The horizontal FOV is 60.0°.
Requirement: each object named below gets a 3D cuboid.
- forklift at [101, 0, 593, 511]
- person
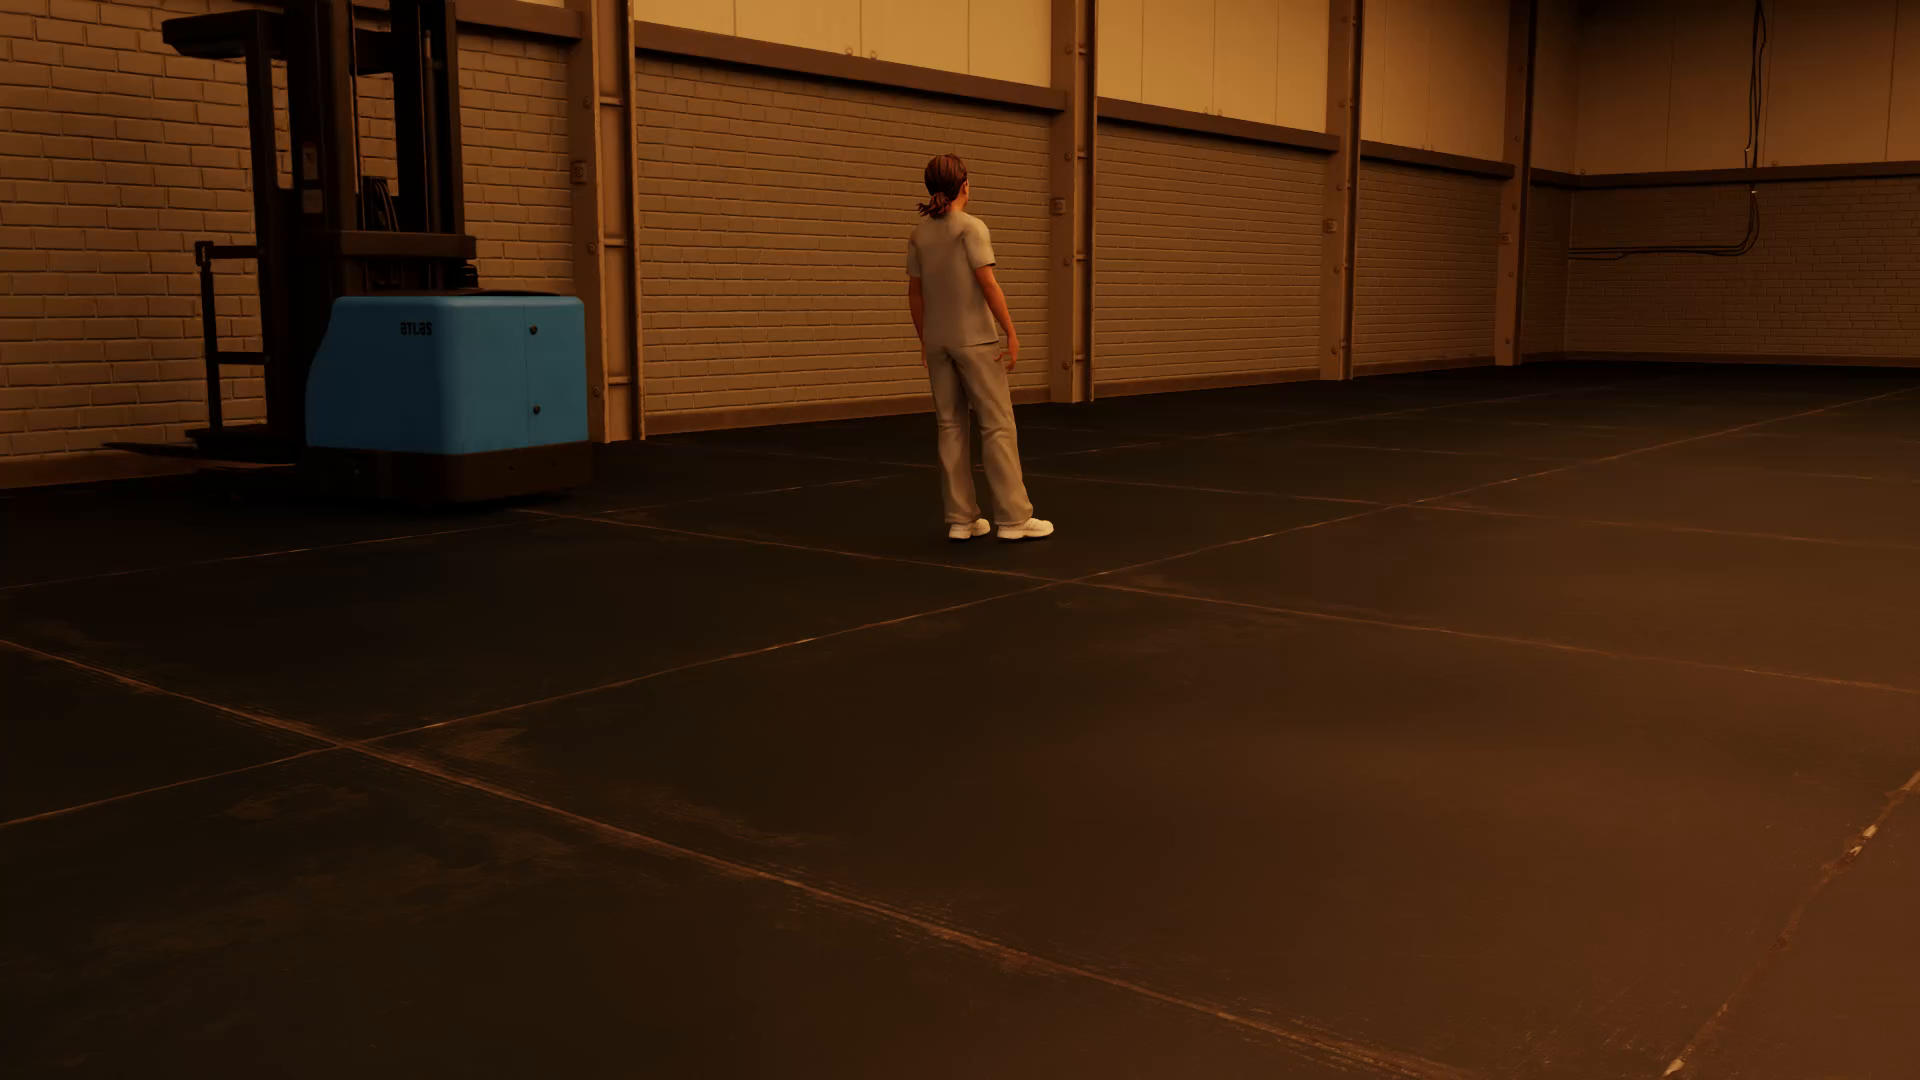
[{"bbox_3d":[-3.518,-1.724,9.063,3.031,2.935,1.130,5,9,29],"label":"forklift"},{"bbox_3d":[0.056,-0.843,7.331,0.550,1.675,0.549,7,11,38],"label":"person"}]
